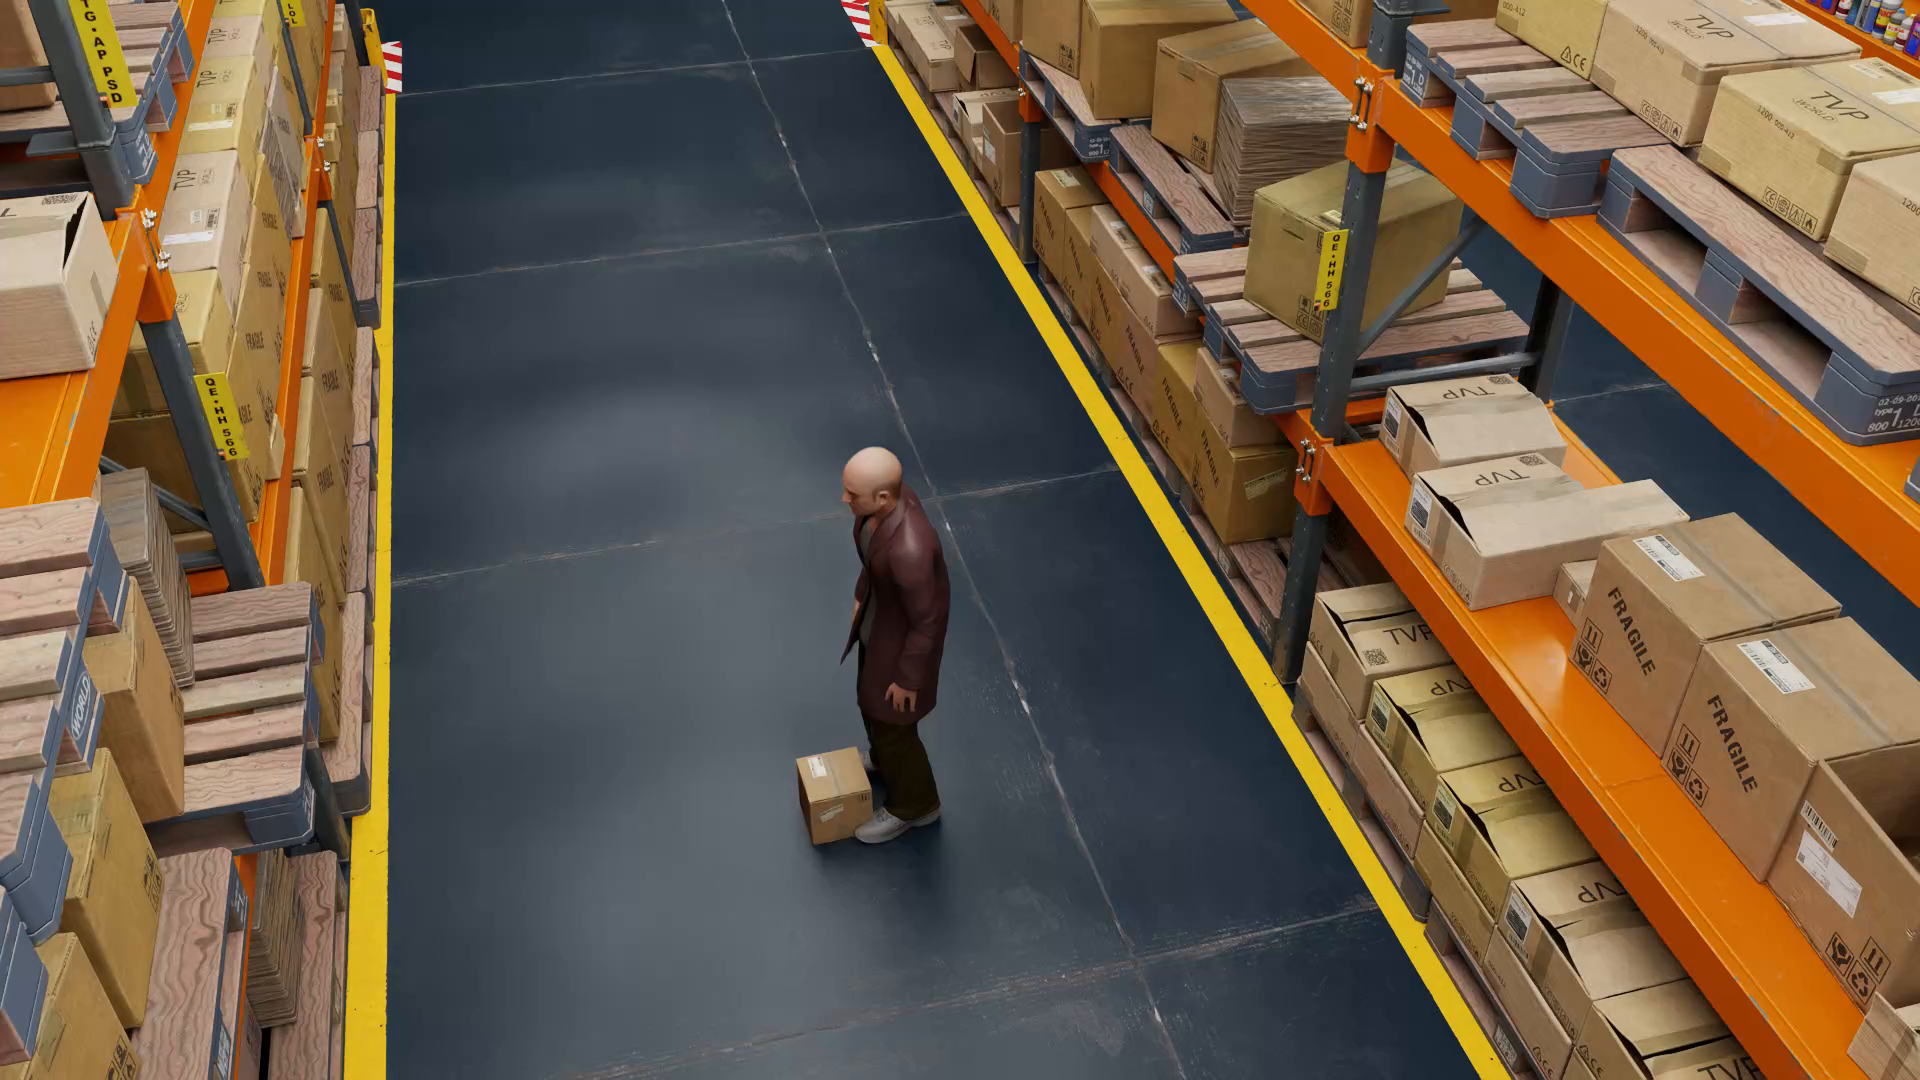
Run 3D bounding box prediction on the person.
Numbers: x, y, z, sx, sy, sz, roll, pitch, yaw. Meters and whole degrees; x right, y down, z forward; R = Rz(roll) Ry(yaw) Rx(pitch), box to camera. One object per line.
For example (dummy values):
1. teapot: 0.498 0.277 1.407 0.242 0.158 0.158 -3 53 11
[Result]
1. person: -0.260 0.377 6.241 0.427 1.772 0.635 -11 39 -14
